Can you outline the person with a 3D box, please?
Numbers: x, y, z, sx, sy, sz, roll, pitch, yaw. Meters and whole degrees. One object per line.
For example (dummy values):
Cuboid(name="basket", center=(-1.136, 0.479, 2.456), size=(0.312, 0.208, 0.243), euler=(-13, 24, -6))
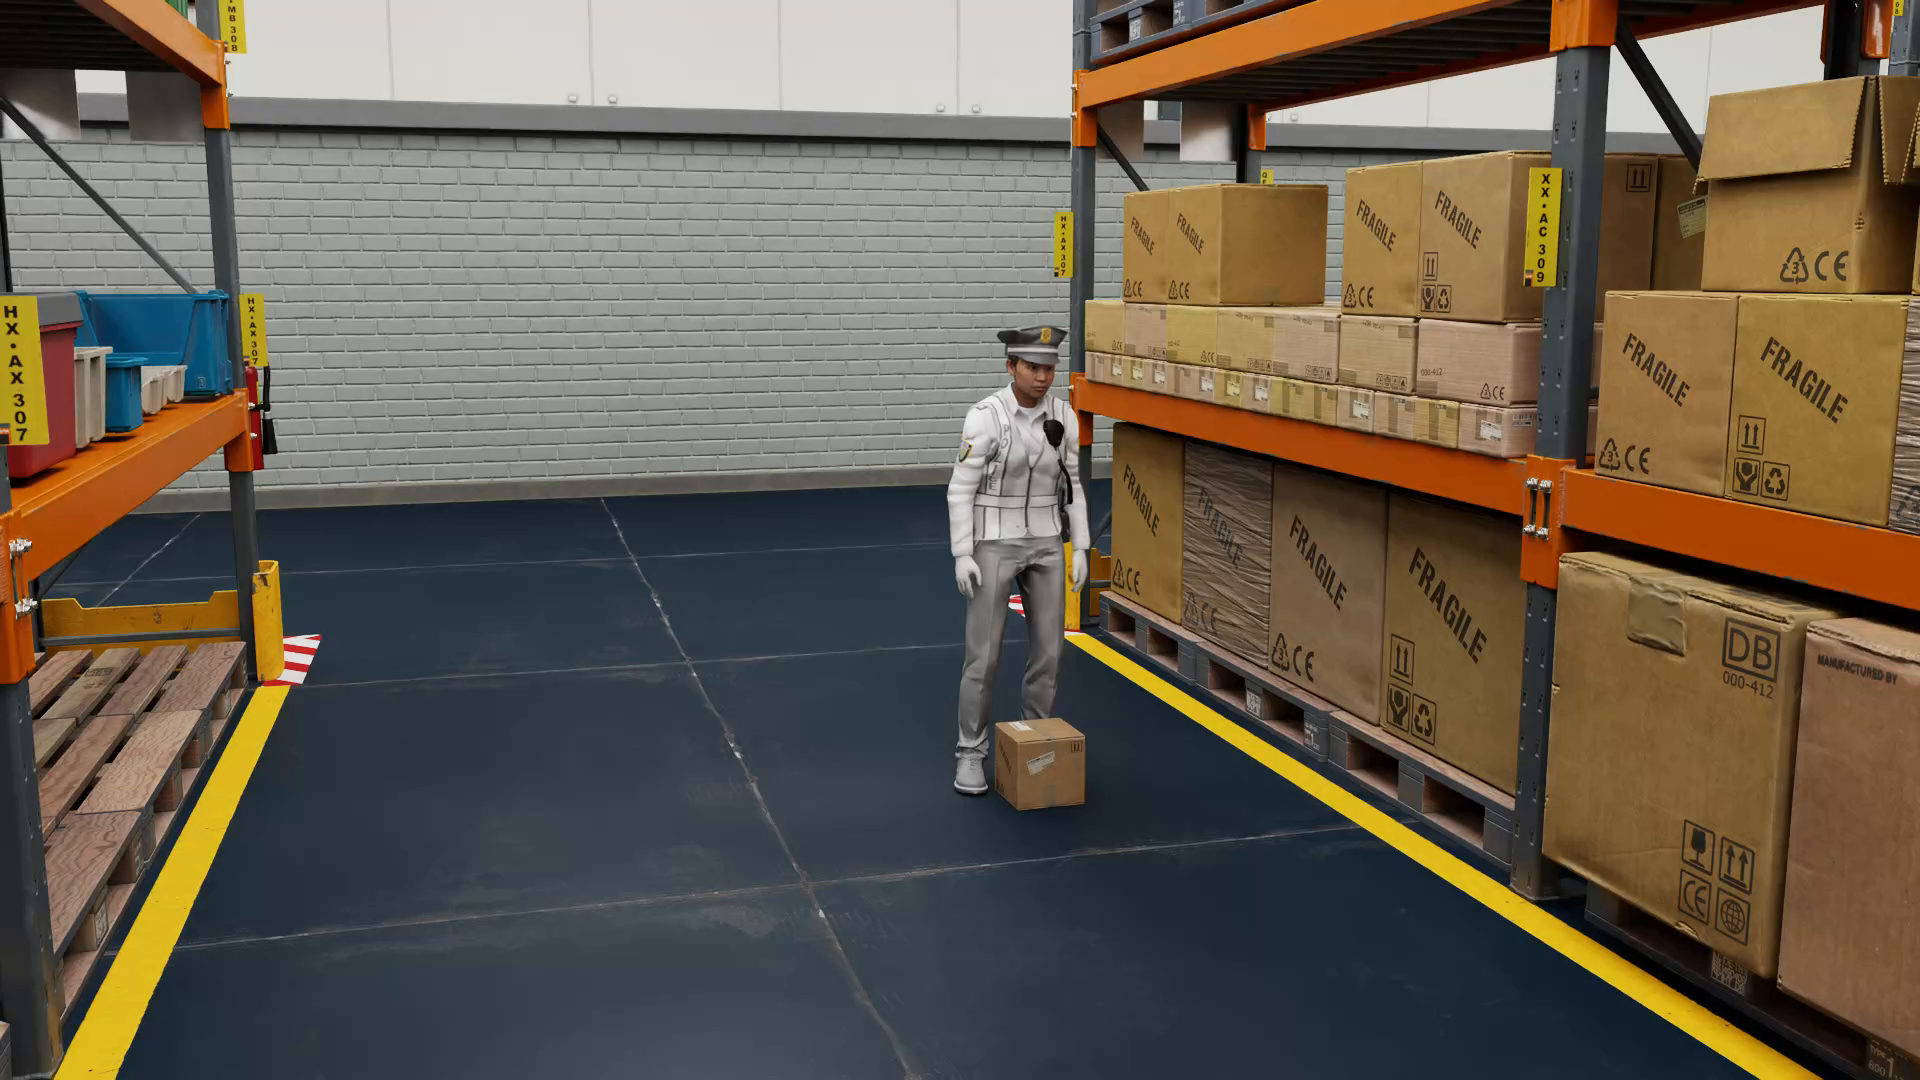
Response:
Cuboid(name="person", center=(0.216, 0.056, 6.015), size=(0.547, 1.667, 0.370), euler=(-3, 10, -19))
